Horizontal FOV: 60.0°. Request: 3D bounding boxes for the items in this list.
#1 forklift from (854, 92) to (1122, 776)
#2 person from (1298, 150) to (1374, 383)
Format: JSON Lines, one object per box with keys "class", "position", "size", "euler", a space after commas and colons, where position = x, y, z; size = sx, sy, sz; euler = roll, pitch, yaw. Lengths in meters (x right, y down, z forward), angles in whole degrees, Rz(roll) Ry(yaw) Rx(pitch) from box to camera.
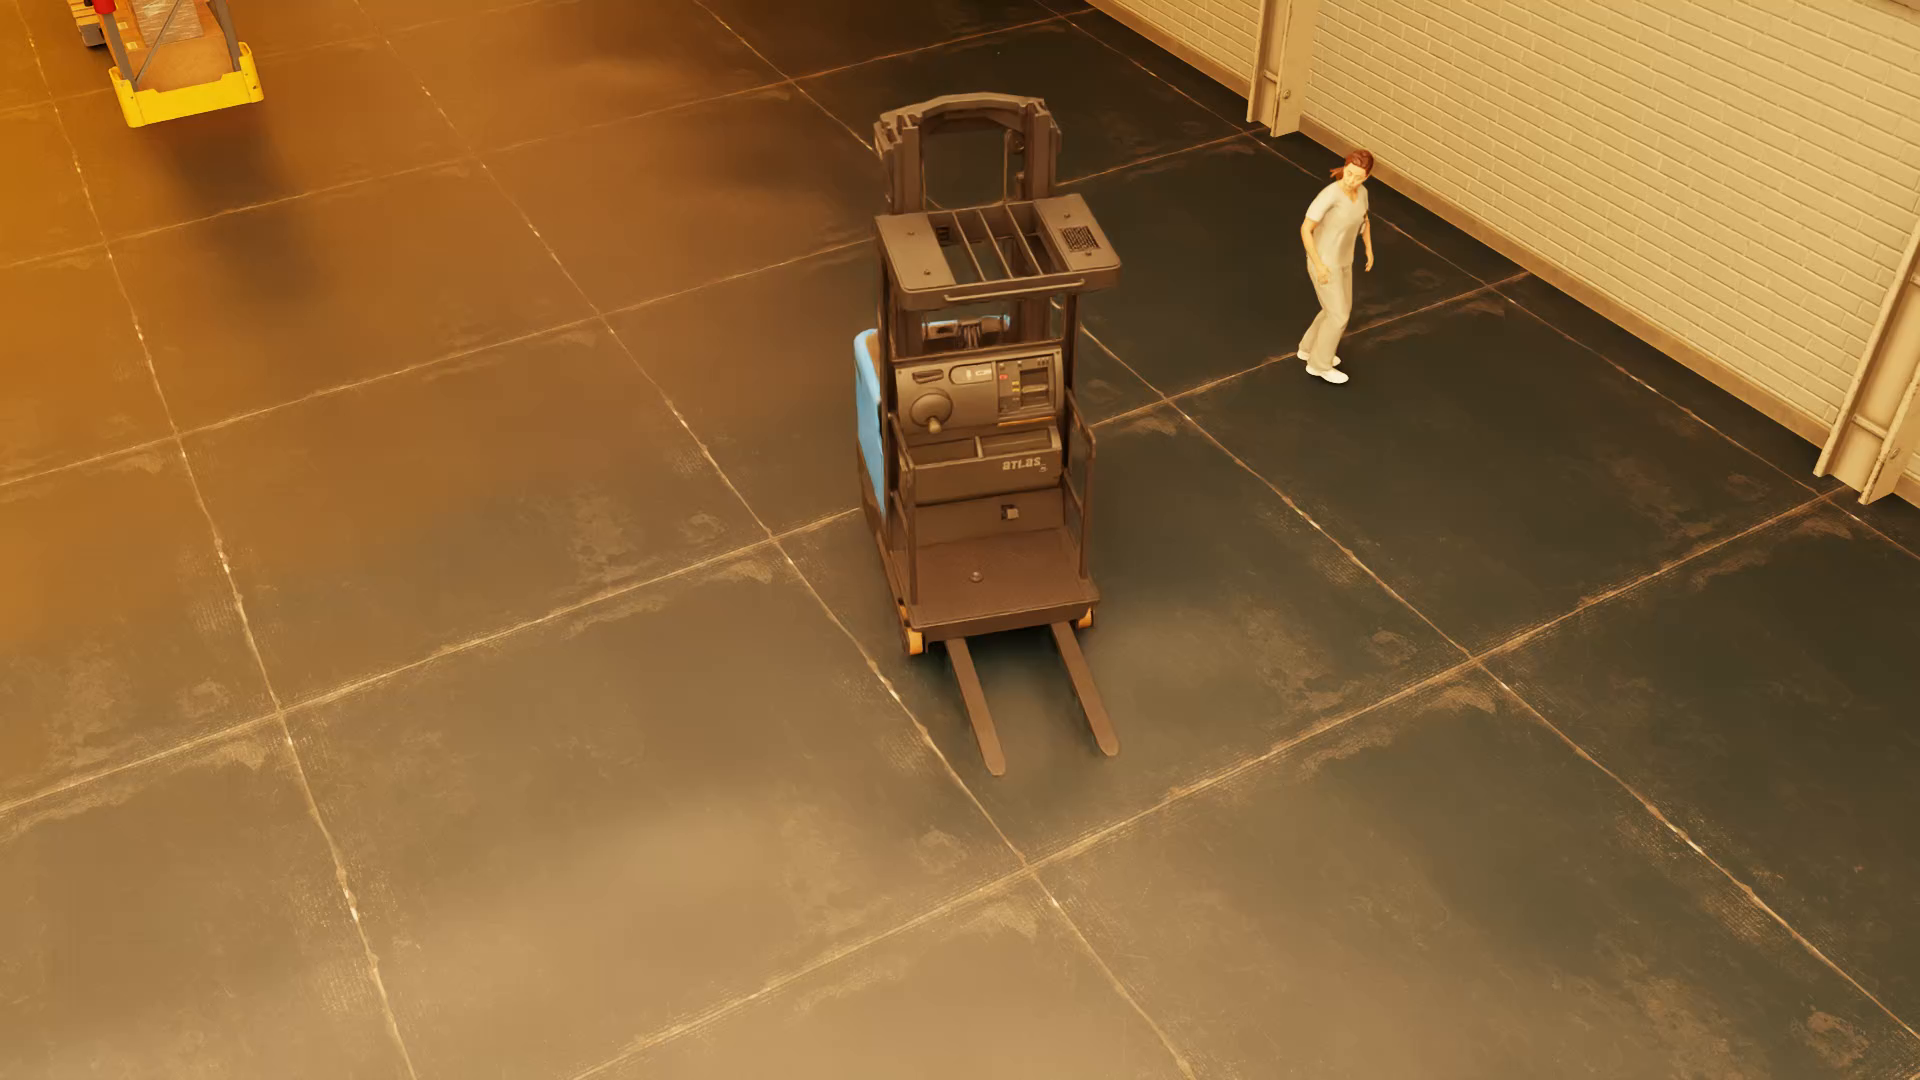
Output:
{"class": "forklift", "position": [0.161, -0.738, 8.925], "size": [1.130, 2.935, 3.031], "euler": [-8, 40, -10]}
{"class": "person", "position": [2.603, -1.852, 11.289], "size": [0.484, 1.635, 0.634], "euler": [30, 48, 31]}
